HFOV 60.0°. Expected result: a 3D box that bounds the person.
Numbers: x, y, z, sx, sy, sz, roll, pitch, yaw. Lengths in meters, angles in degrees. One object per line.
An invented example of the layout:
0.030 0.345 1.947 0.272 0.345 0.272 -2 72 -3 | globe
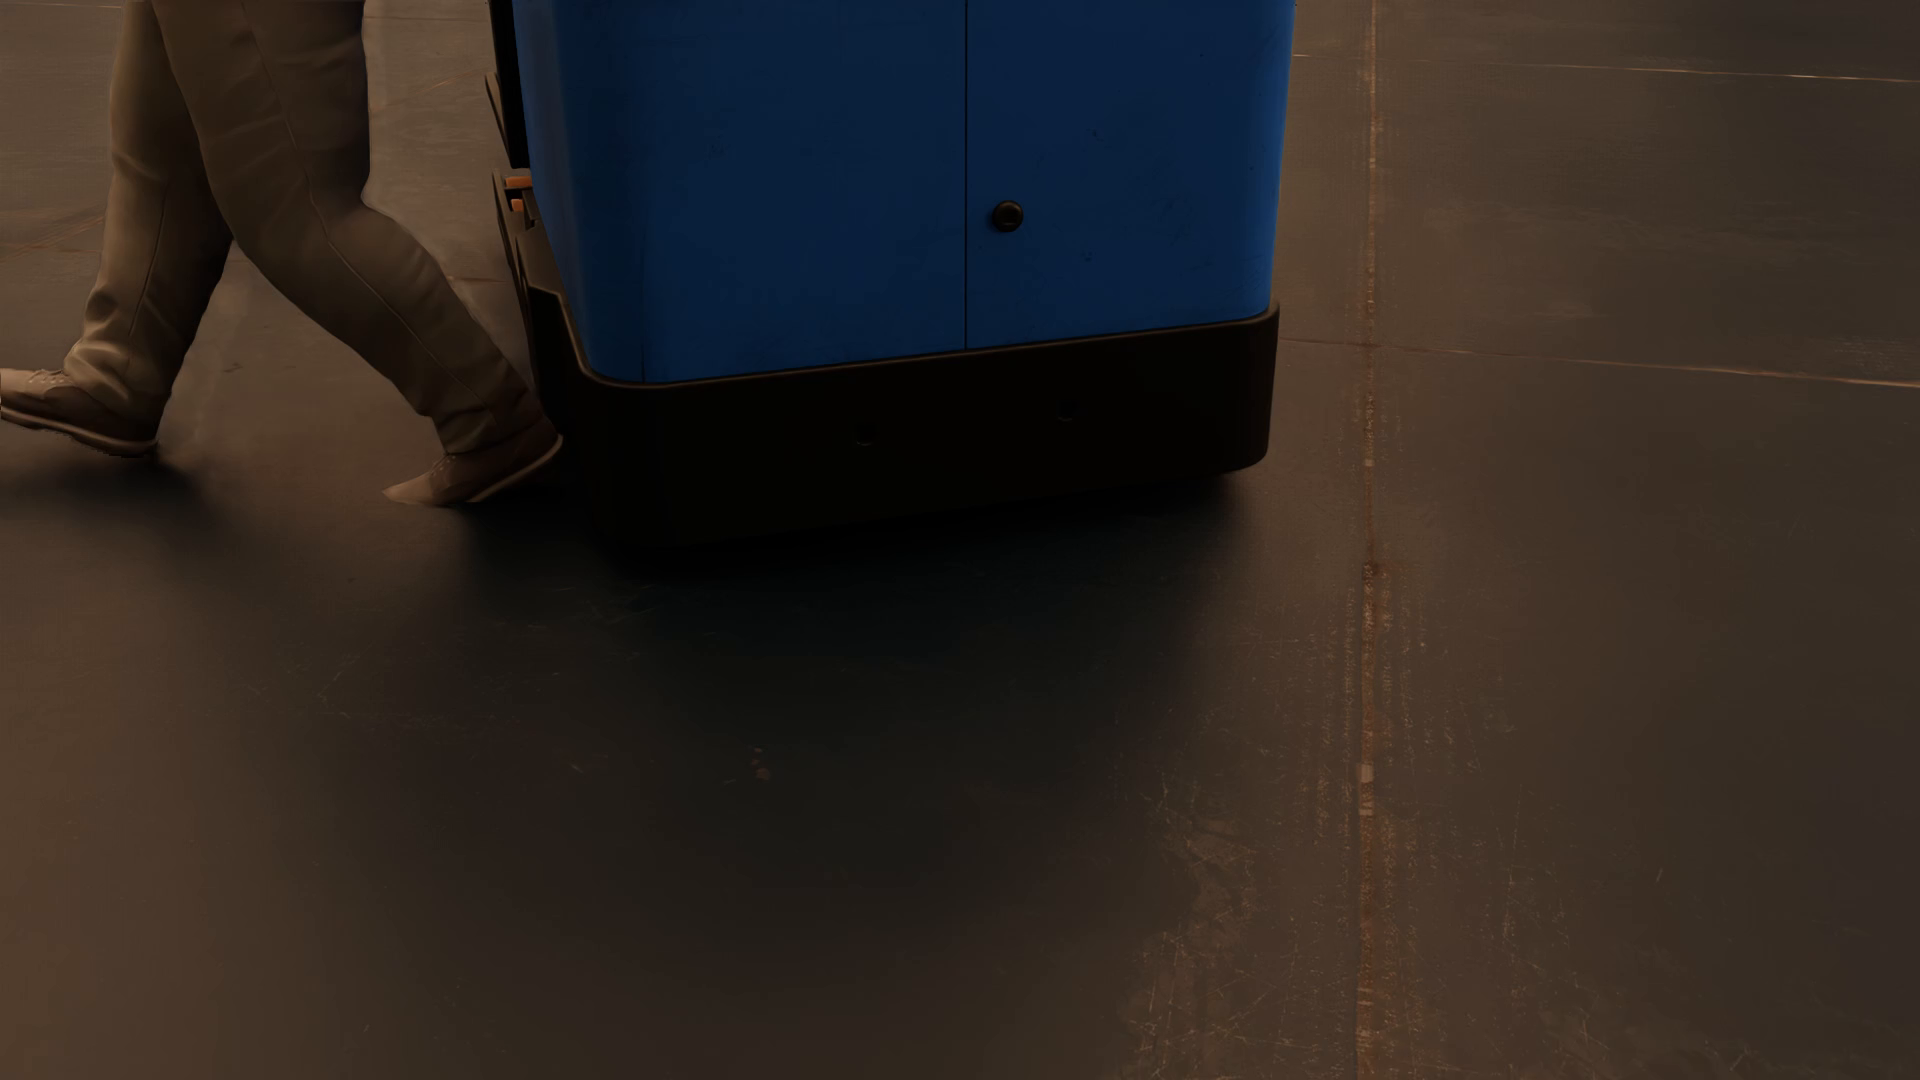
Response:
-1.135 -0.844 2.356 0.945 1.737 0.747 -8 28 -15 | person

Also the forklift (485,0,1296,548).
-0.442 -1.942 3.095 1.130 2.935 3.031 -8 28 -16 | forklift
